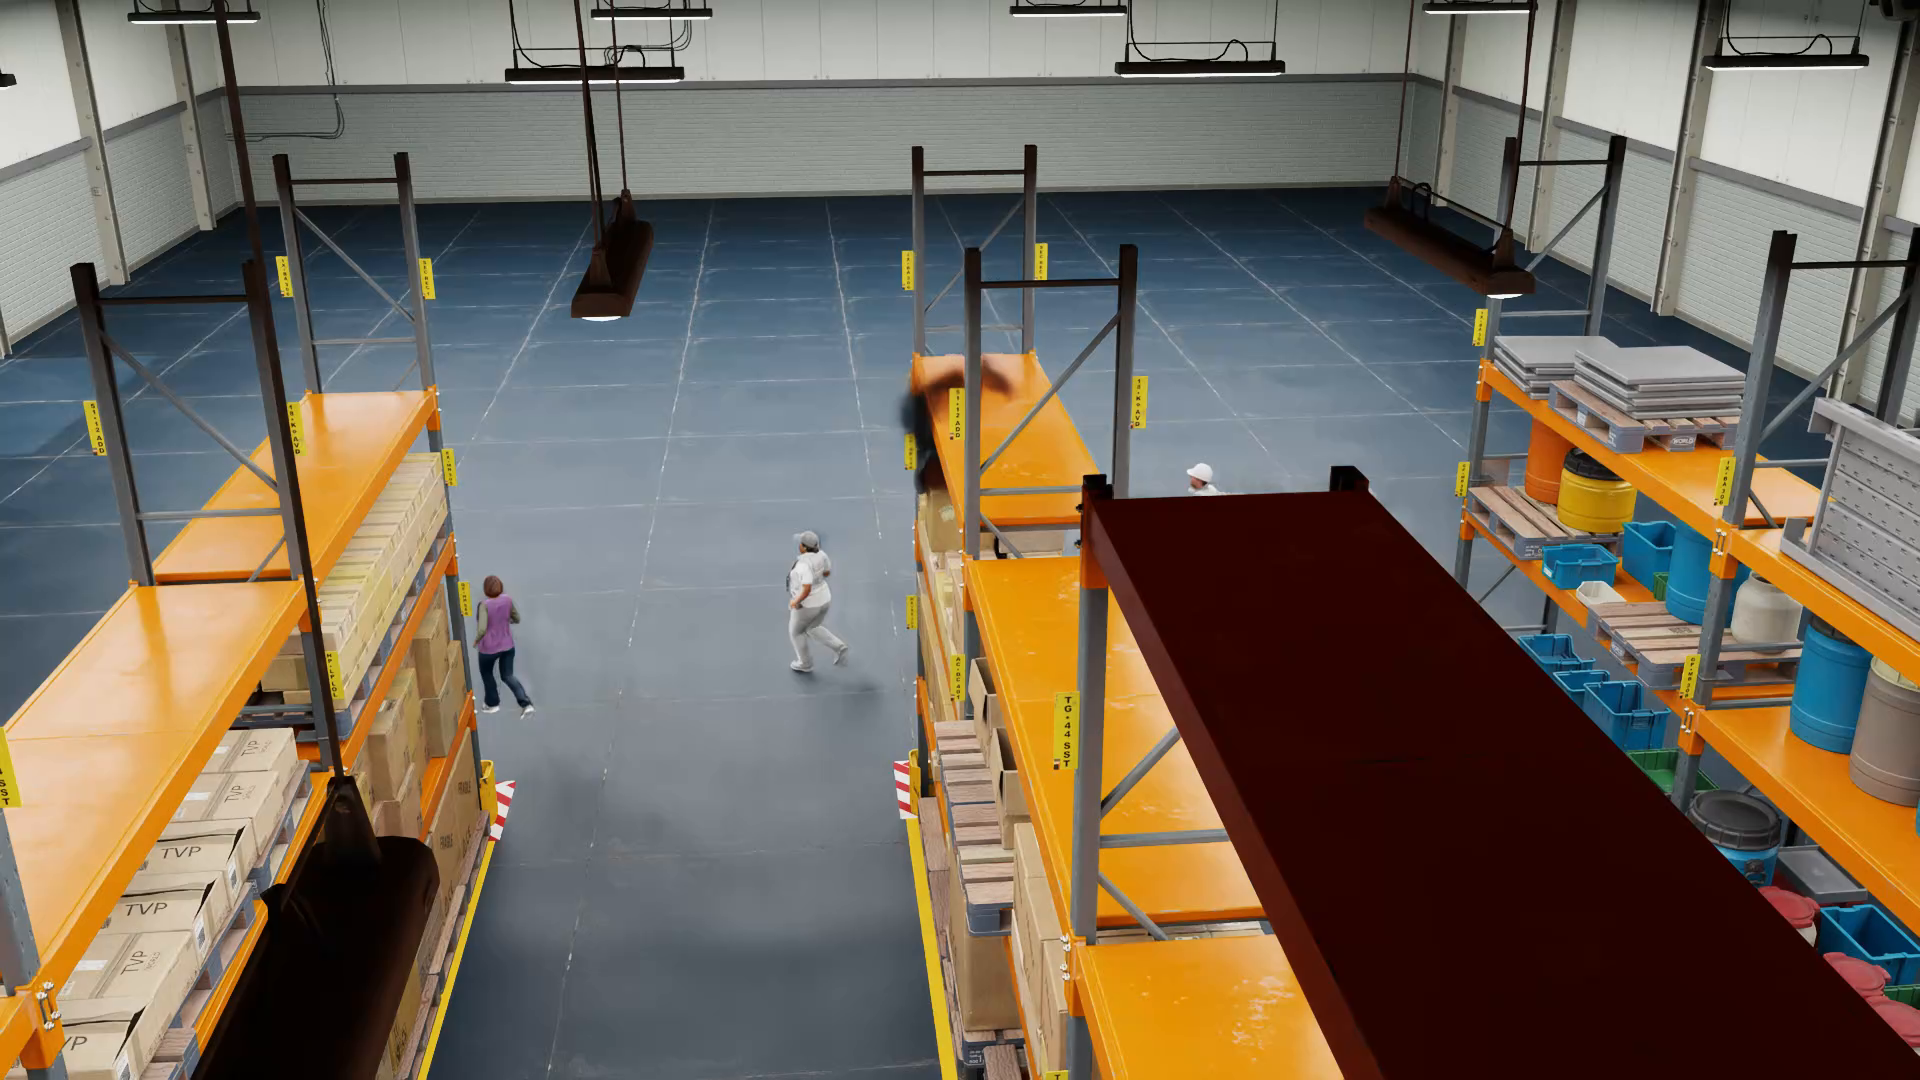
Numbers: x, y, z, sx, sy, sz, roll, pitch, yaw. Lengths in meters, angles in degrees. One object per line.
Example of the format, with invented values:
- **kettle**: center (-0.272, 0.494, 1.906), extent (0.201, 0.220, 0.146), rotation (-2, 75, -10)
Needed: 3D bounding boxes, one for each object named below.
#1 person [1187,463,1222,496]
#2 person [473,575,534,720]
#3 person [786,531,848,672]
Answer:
- **person**: center (2.791, -0.040, 19.257), extent (0.972, 1.764, 0.653), rotation (8, 23, 19)
- **person**: center (-4.570, 1.088, 16.441), extent (0.554, 1.578, 0.861), rotation (-20, 29, -41)
- **person**: center (-1.553, 0.677, 17.720), extent (0.679, 1.630, 0.612), rotation (11, 24, 26)
